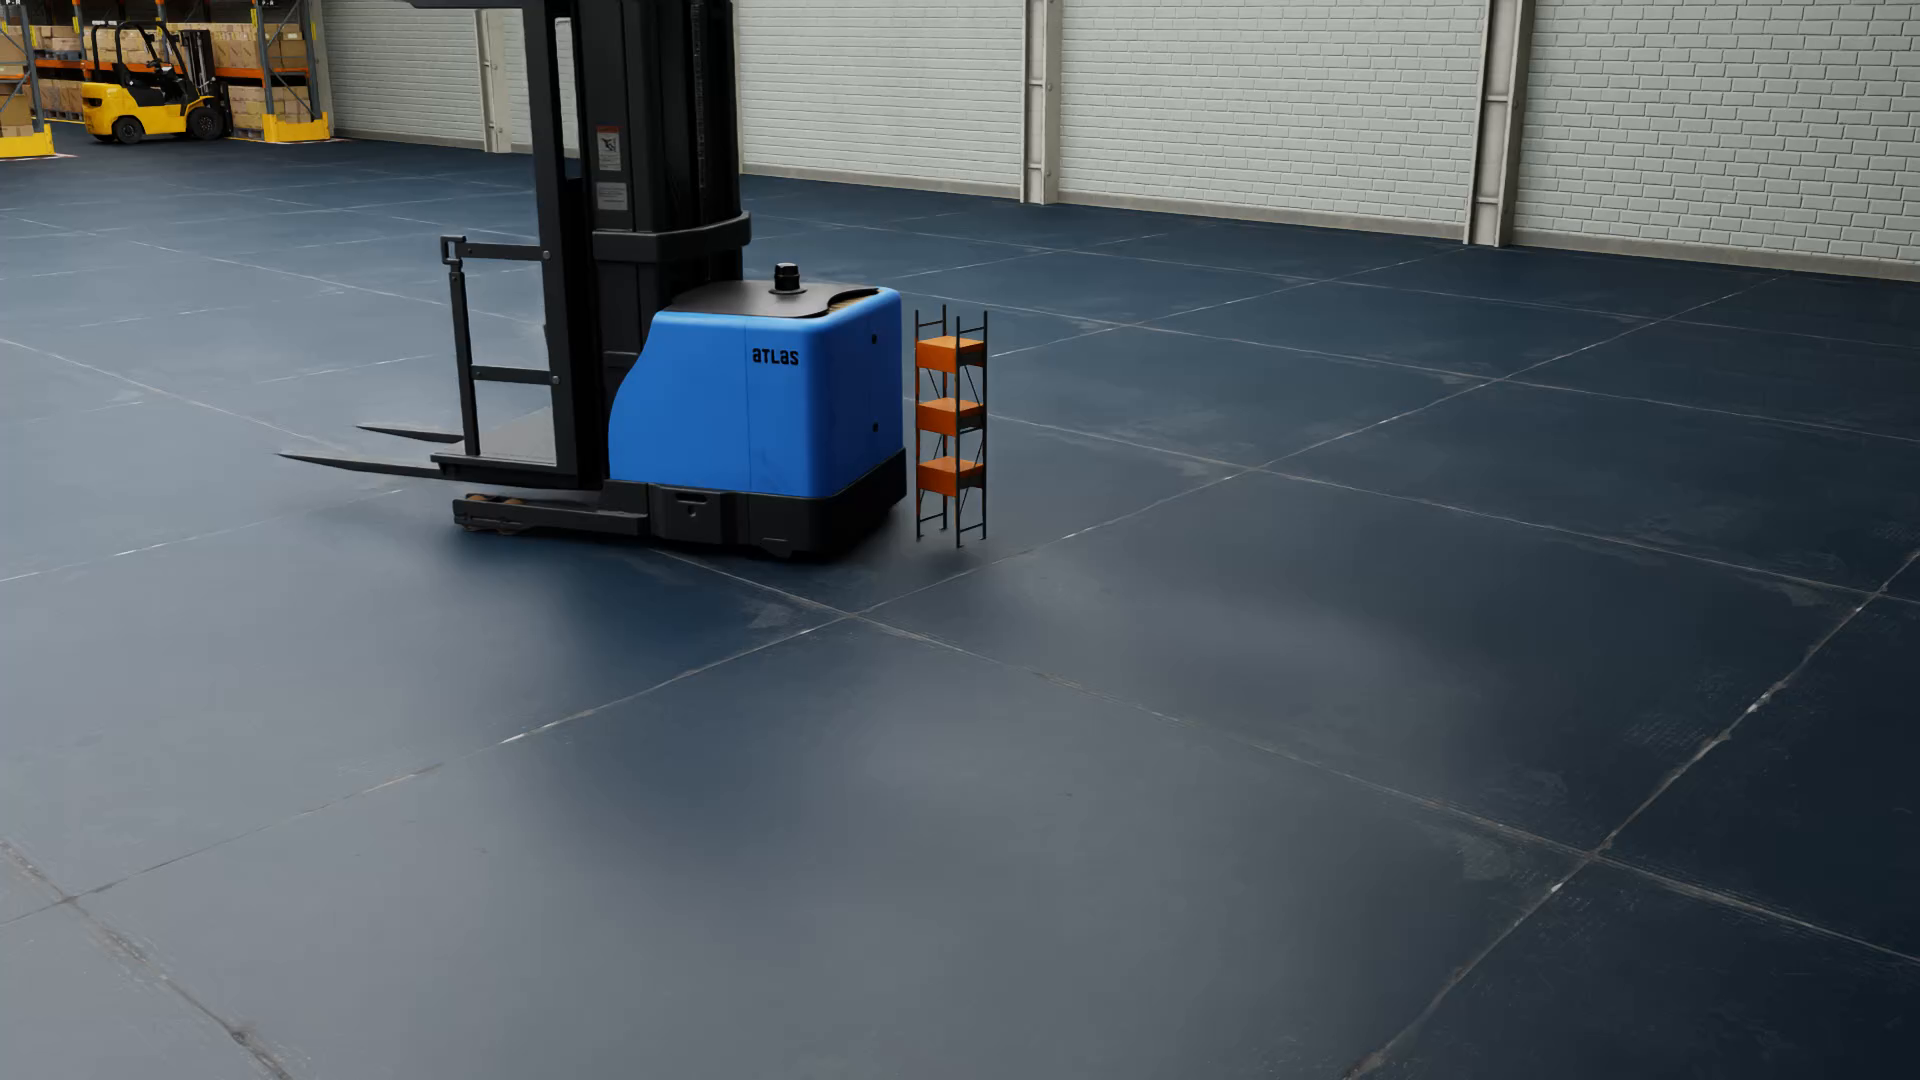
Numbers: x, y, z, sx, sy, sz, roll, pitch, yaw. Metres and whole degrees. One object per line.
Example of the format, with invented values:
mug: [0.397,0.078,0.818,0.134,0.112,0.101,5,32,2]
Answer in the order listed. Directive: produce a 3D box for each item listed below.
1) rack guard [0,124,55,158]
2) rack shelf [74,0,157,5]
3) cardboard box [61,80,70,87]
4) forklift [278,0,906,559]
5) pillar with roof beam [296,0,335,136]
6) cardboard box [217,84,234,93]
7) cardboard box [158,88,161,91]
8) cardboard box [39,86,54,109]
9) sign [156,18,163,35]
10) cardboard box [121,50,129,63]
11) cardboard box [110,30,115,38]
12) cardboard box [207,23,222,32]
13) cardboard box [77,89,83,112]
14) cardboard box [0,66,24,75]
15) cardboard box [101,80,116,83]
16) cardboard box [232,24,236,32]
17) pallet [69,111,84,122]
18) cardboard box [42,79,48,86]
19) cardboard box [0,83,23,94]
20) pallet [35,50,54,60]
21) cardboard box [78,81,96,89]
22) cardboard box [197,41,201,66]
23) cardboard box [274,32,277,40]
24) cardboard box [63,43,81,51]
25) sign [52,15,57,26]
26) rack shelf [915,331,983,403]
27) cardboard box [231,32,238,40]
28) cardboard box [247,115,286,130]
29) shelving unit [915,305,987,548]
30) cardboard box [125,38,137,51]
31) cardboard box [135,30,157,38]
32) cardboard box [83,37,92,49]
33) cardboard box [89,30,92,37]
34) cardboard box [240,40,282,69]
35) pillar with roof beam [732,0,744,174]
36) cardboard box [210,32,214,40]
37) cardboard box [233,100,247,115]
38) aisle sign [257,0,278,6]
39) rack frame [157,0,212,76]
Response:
rack guard: [-15.879,-6.694,27.877,0.348,0.500,1.175,15,23,39]
rack shelf: [-17.018,-11.285,34.443,4.000,0.370,1.077,15,23,39]
cardboard box: [-19.798,-10.184,37.107,0.250,0.149,0.380,15,23,38]
forklift: [-1.835,-1.562,7.689,3.031,2.935,1.130,6,18,17]
pillar with roof beam: [-15.310,-11.223,28.098,0.400,9.000,9.100,15,23,39]
cardboard box: [-14.226,-8.685,32.219,0.500,0.250,0.500,14,23,38]
cardboard box: [-15.920,-8.967,34.140,0.625,0.625,0.875,16,24,42]
cardboard box: [-20.518,-10.058,37.783,0.500,0.500,0.500,14,22,38]
sign: [-15.875,-10.186,32.966,0.005,0.325,0.100,15,23,39]
cardboard box: [-17.195,-10.076,34.649,0.500,0.250,0.500,16,24,41]
cardboard box: [-17.499,-10.569,34.719,0.250,0.149,0.380,16,23,40]
cardboard box: [-14.266,-9.878,32.047,0.250,0.149,0.380,15,23,39]
cardboard box: [-18.973,-9.645,36.482,0.500,0.500,0.500,16,24,41]
cardboard box: [-15.939,-7.865,27.851,0.250,0.149,0.380,15,23,39]
cardboard box: [-18.878,-10.152,37.009,0.250,0.149,0.380,16,24,41]
cardboard box: [-13.494,-9.672,31.400,0.250,0.149,0.380,15,23,40]
pallet: [-19.047,-9.429,36.974,1.213,0.211,1.003,15,23,39]
cardboard box: [-20.580,-10.391,37.761,0.250,0.149,0.380,15,23,39]
cardboard box: [-22.713,-10.682,39.749,0.500,0.500,0.700,14,22,37]
pallet: [-19.971,-10.898,37.309,1.213,0.211,1.003,15,23,39]
cardboard box: [-19.051,-9.960,36.401,0.250,0.149,0.380,14,22,37]
cardboard box: [-14.583,-9.494,32.403,0.500,0.500,0.500,15,23,39]
cardboard box: [-12.839,-9.512,31.389,0.250,0.149,0.380,15,23,39]
cardboard box: [-19.260,-10.725,36.170,0.250,0.149,0.380,16,23,40]
sign: [-21.140,-12.081,38.806,0.005,0.325,0.100,15,23,39]
rack shelf: [-0.040,-0.772,7.404,0.240,0.259,0.215,15,23,39]
cardboard box: [-13.518,-9.520,31.411,0.250,0.149,0.380,15,23,39]
cardboard box: [-13.091,-7.906,31.416,0.500,0.250,0.500,15,23,40]
shelving unit: [-0.040,-0.511,7.487,0.252,1.050,0.215,15,23,39]
cardboard box: [-16.827,-10.210,34.246,0.500,0.250,0.500,16,23,40]
cardboard box: [-16.563,-10.304,33.881,0.250,0.149,0.380,14,22,38]
cardboard box: [-18.361,-10.617,35.527,0.500,0.250,0.500,15,23,39]
cardboard box: [-18.270,-10.773,35.360,0.250,0.149,0.380,16,23,40]
cardboard box: [-13.073,-9.081,31.101,0.500,0.500,0.500,14,23,38]
pillar with roof beam: [-6.335,-8.813,20.506,0.400,9.000,9.100,15,23,39]
cardboard box: [-14.315,-9.715,32.027,0.250,0.149,0.380,14,23,38]
cardboard box: [-13.470,-8.252,31.678,0.500,0.250,0.500,15,23,39]
aisle sign: [-12.676,-10.153,30.347,0.004,0.787,0.394,15,23,39]
rack frame: [-15.522,-9.797,33.522,0.127,3.000,1.000,15,23,39]
